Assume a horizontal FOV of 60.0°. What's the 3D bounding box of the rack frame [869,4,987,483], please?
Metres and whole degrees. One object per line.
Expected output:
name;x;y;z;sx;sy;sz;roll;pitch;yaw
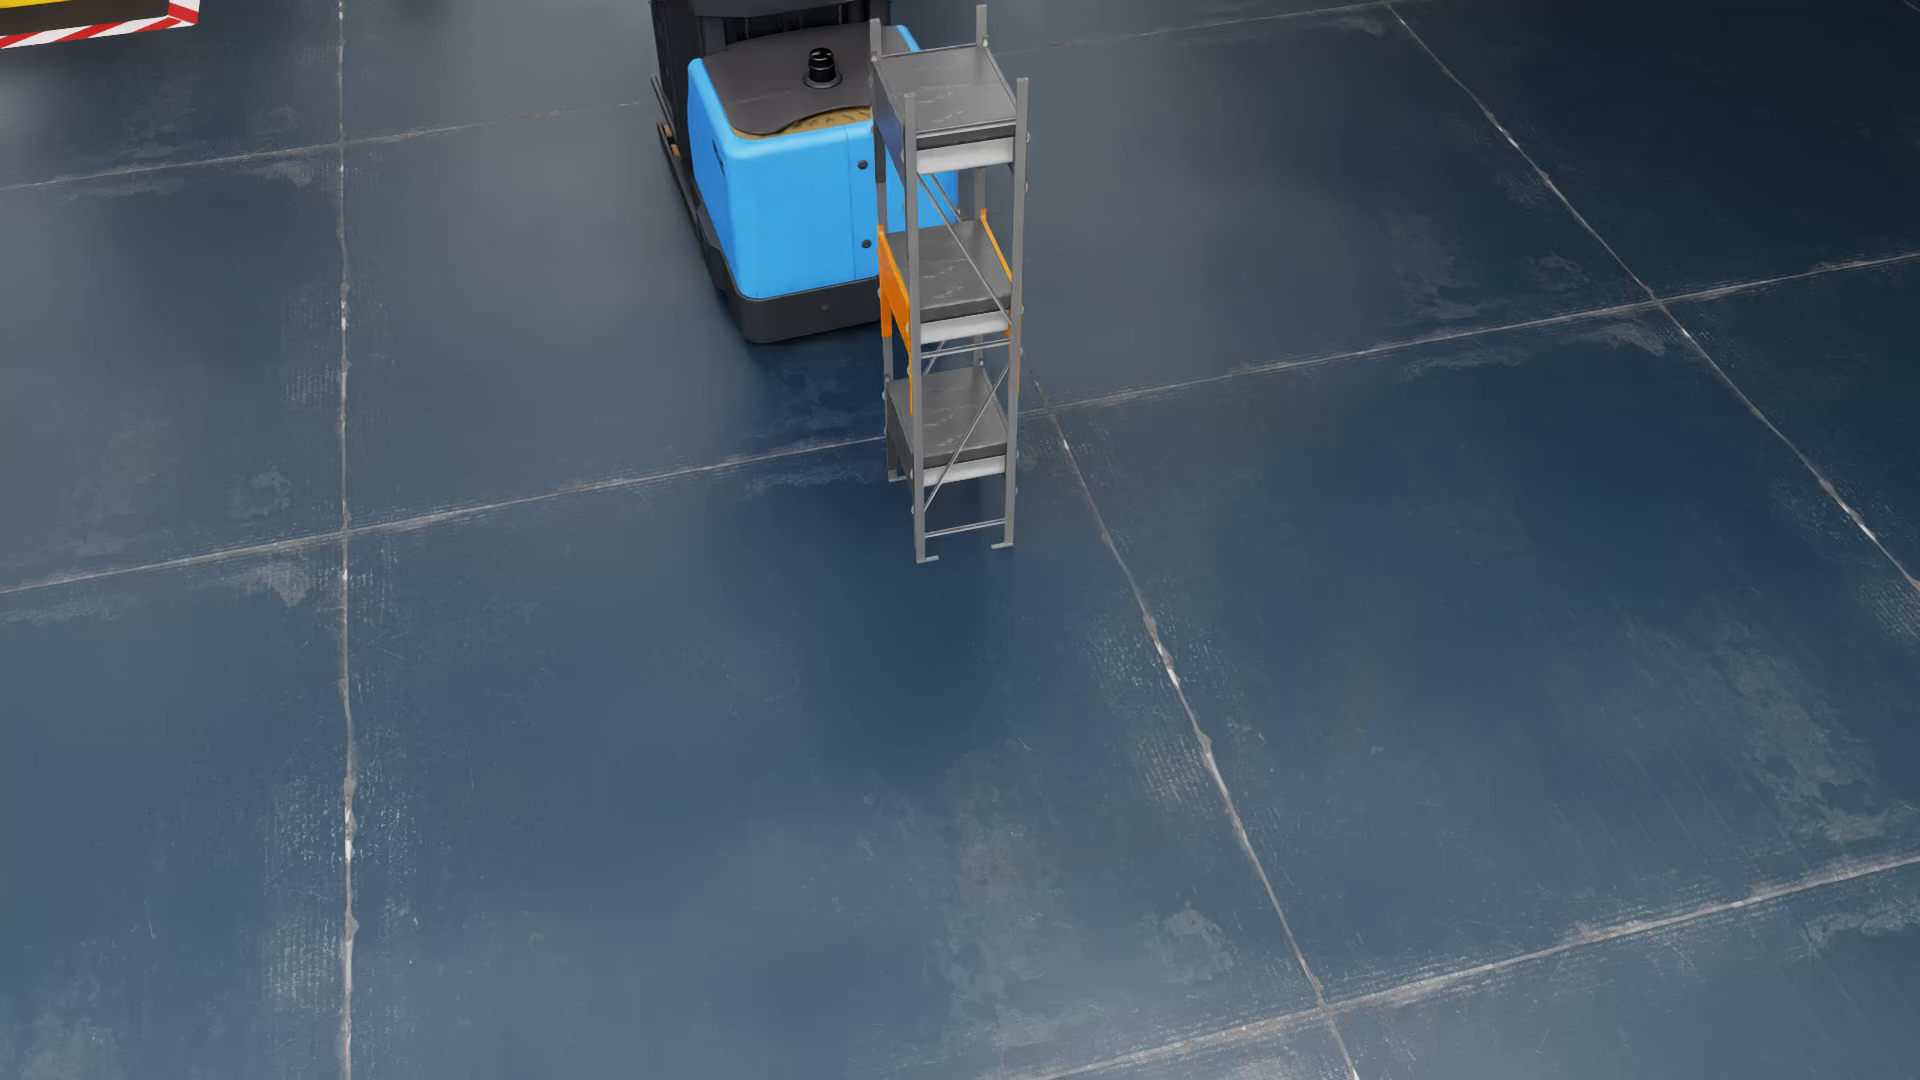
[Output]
rack frame;-0.105;-1.018;6.277;0.400;2.100;0.015;-11;47;-10

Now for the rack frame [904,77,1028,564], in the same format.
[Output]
rack frame;0.020;-0.681;5.947;0.400;2.100;0.015;-11;47;-10

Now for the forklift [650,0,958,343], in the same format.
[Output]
forklift;-0.942;-2.989;7.627;1.130;2.935;3.031;-13;47;-13

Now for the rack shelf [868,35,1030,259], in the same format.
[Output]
rack shelf;-0.042;-1.330;5.622;0.431;0.518;0.480;-11;47;-10

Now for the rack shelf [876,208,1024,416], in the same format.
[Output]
rack shelf;-0.042;-0.840;6.122;0.431;0.518;0.480;-11;47;-10

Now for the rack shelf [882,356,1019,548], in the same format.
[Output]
rack shelf;-0.042;-0.350;6.622;0.431;0.518;0.480;-11;47;-10

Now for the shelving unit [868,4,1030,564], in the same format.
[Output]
shelving unit;-0.042;-0.849;6.112;0.431;2.100;0.503;-11;47;-10
